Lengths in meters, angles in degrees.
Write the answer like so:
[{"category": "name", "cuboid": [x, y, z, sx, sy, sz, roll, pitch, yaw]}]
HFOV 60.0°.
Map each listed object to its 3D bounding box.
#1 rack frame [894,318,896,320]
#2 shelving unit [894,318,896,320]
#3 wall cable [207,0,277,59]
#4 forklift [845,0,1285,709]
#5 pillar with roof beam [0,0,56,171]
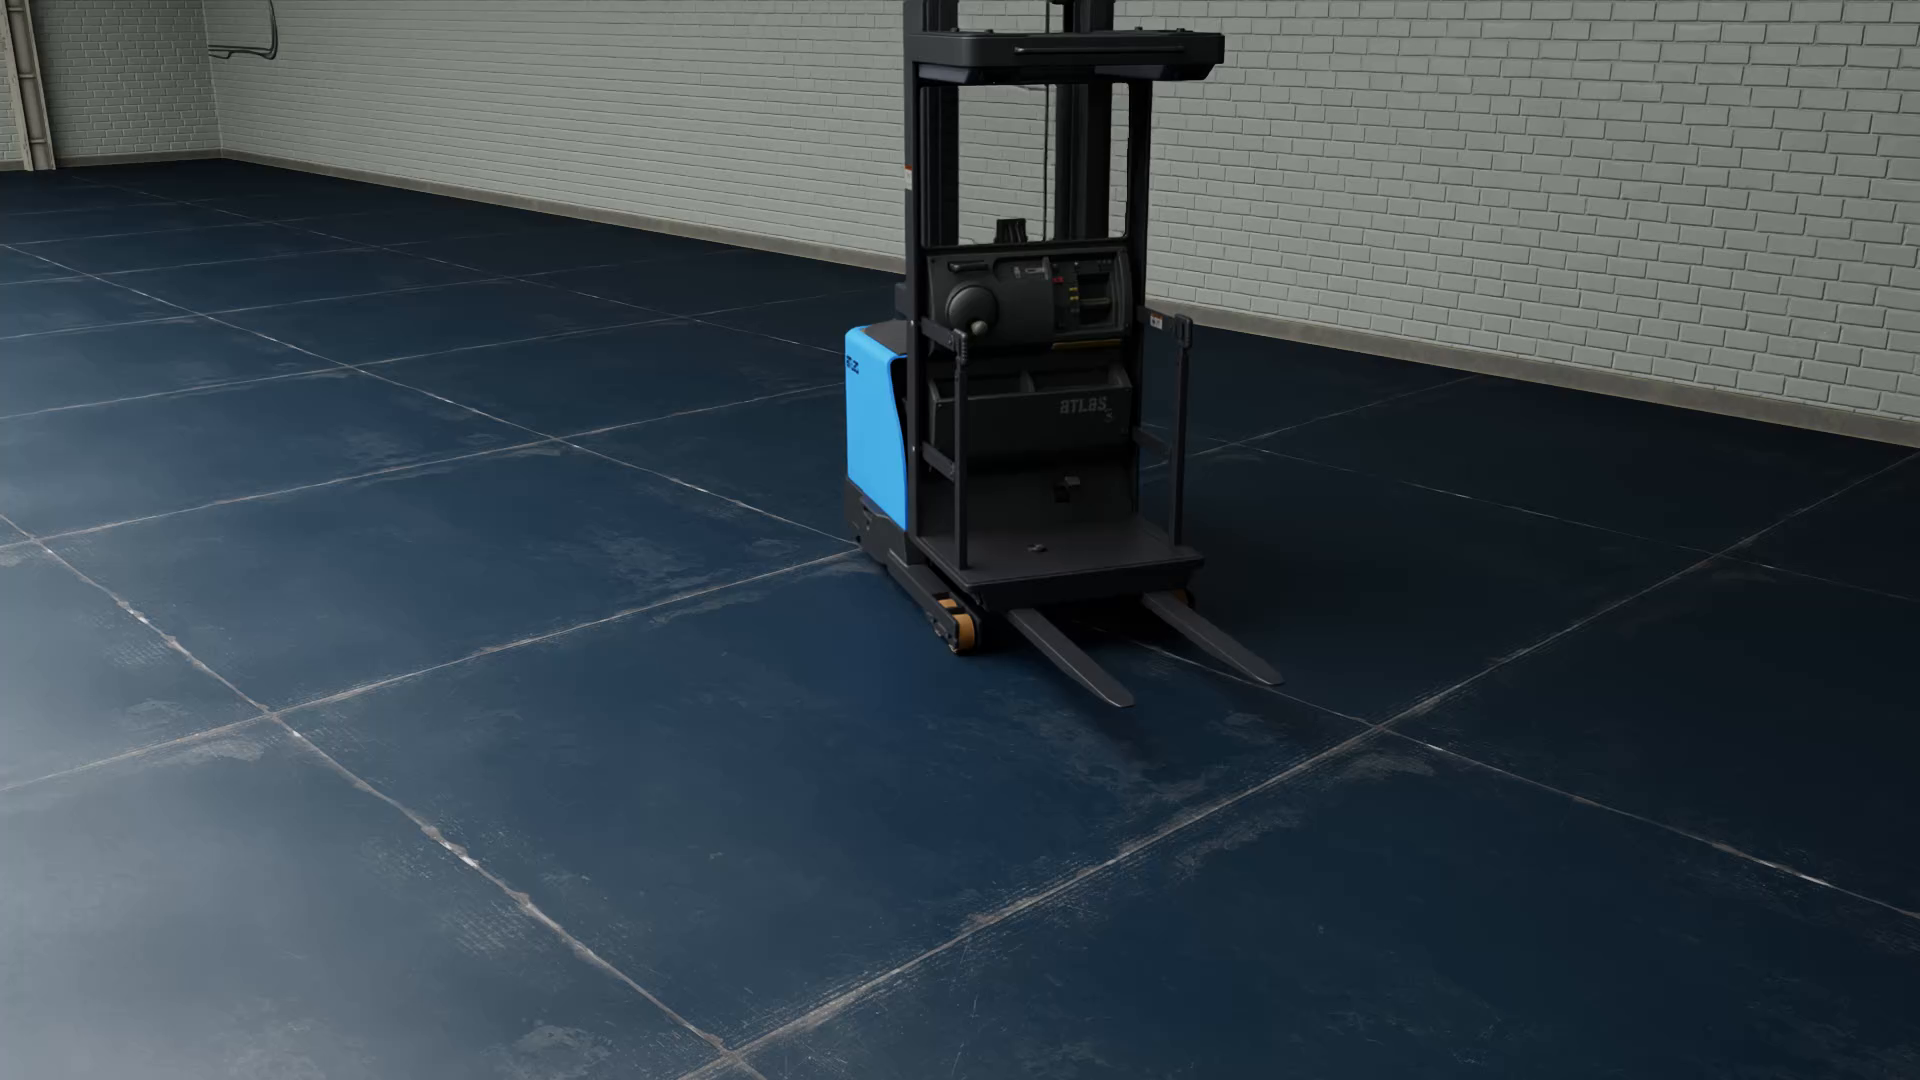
[{"category": "rack frame", "cuboid": [-0.307, -0.625, 8.710, 0.008, 1.050, 0.200, -7, 19, -19]}, {"category": "shelving unit", "cuboid": [-0.193, -0.638, 8.750, 0.252, 1.050, 0.215, -7, 19, -19]}, {"category": "wall cable", "cuboid": [-11.960, -9.180, 27.242, 0.112, 2.526, 3.097, -16, 24, -41]}, {"category": "forklift", "cuboid": [0.382, -1.061, 7.004, 1.130, 2.935, 3.031, -6, 19, -18]}, {"category": "pillar with roof beam", "cuboid": [-12.051, -9.364, 22.776, 0.400, 9.000, 9.100, -16, 24, -41]}]
